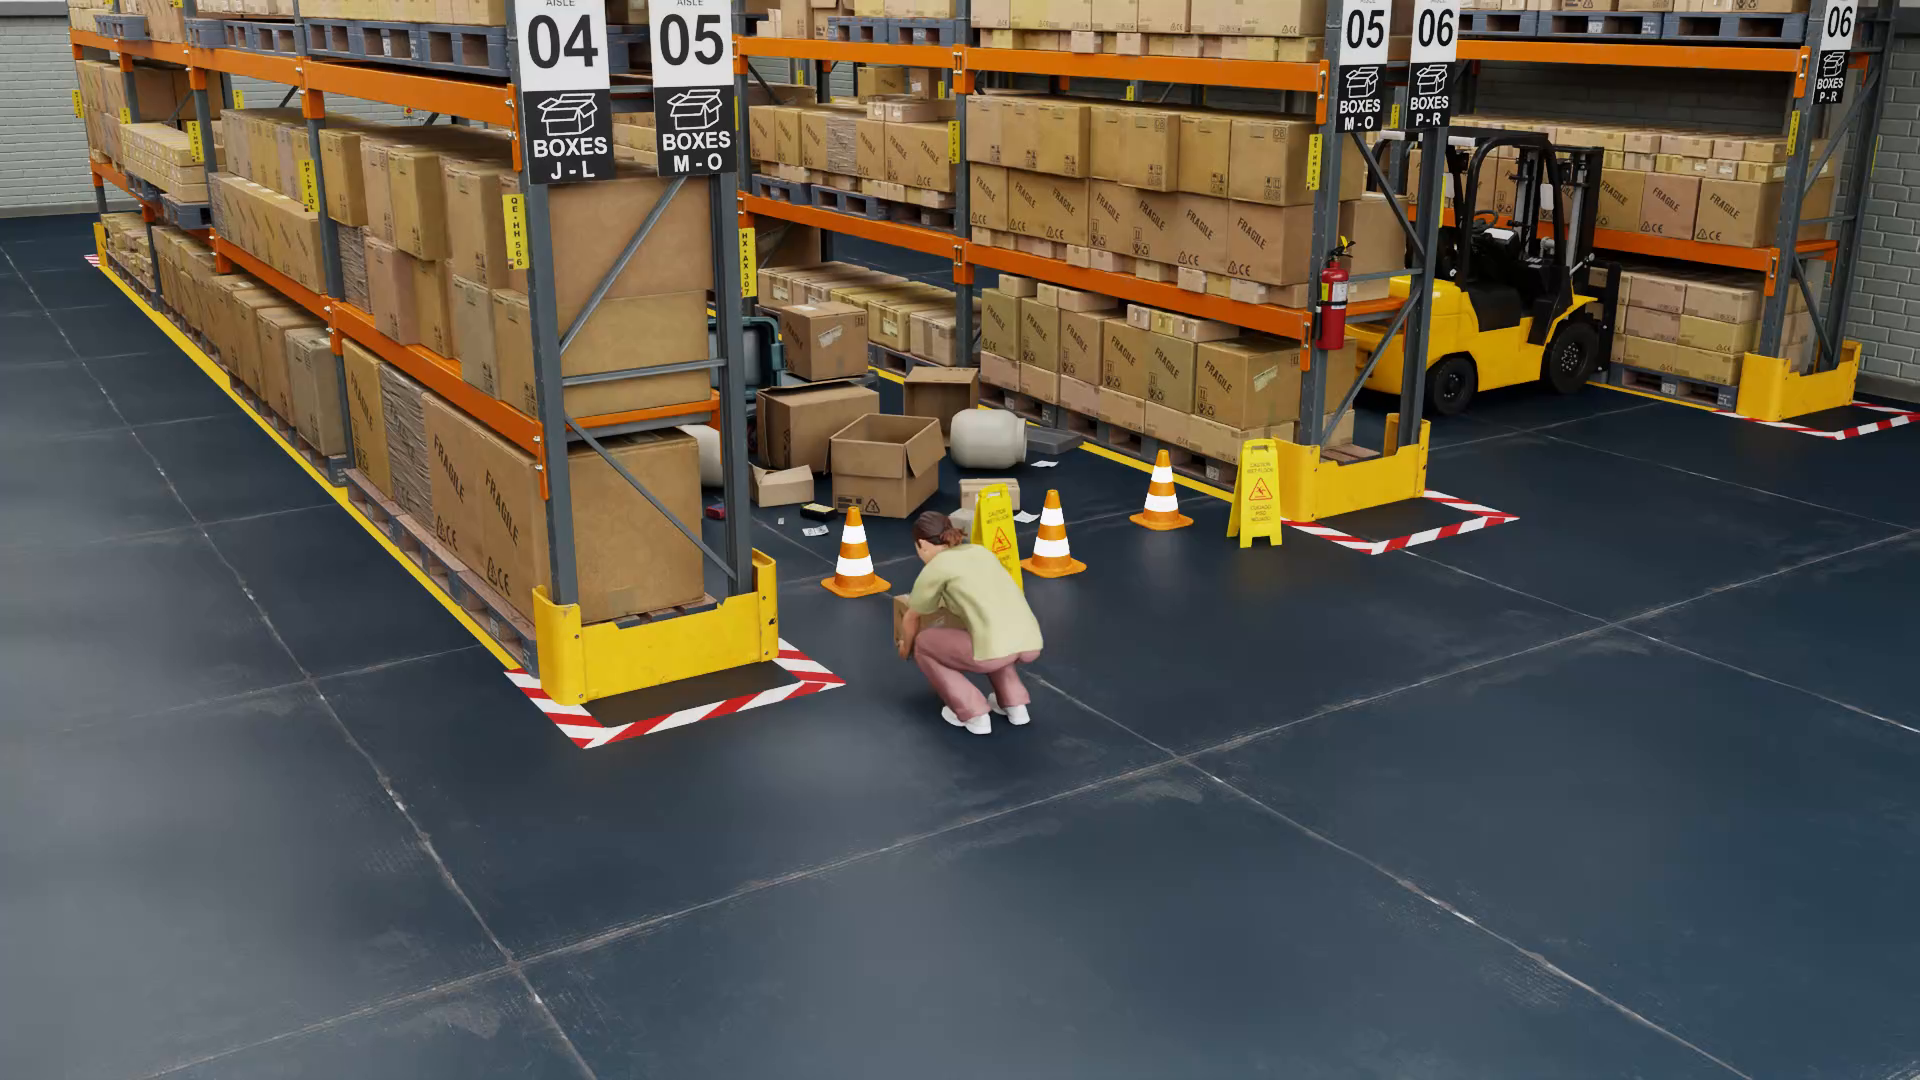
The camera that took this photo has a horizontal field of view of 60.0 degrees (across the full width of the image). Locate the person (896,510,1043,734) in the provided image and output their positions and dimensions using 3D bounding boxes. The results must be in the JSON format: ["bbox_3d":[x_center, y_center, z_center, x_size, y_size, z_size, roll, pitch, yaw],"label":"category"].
[{"bbox_3d":[0.034,0.362,7.662,0.494,0.929,0.807,-12,21,-31],"label":"person"}]
